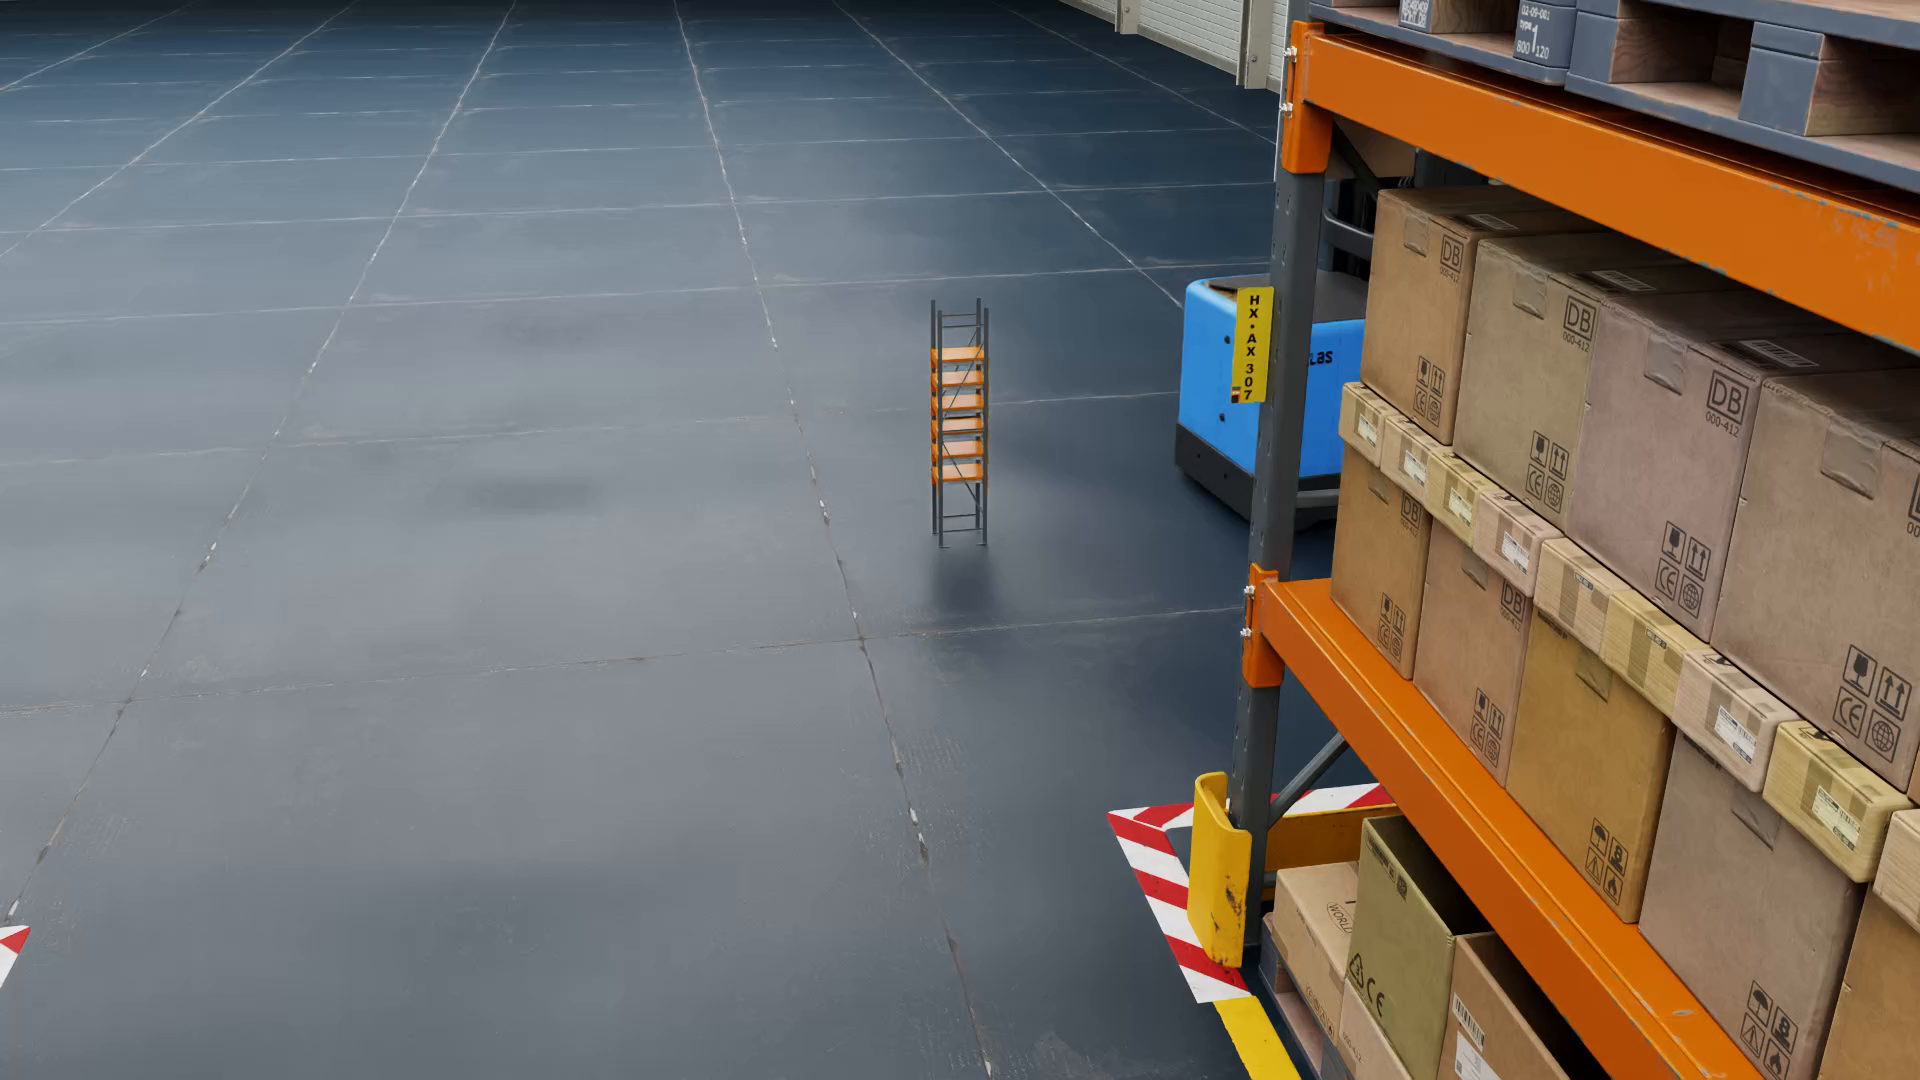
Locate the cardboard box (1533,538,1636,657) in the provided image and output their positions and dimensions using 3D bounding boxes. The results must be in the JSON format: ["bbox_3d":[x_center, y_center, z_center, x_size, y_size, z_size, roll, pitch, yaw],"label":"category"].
[{"bbox_3d":[1.396,0.098,3.342,0.380,0.149,0.250,-5,24,-12],"label":"cardboard box"}]

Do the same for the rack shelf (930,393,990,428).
[{"bbox_3d":[-0.003,-0.625,7.993,0.258,0.103,0.180,-4,24,-10],"label":"rack shelf"}]

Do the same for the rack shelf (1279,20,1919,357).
[{"bbox_3d":[1.712,-0.393,2.554,1.077,0.370,4.000,-4,24,-10],"label":"rack shelf"}]

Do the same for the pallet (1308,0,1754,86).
[{"bbox_3d":[1.447,-1.189,3.588,1.003,0.211,1.213,-4,24,-10],"label":"pallet"}]

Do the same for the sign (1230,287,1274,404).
[{"bbox_3d":[0.796,-0.529,4.534,0.100,0.325,0.005,-4,24,-10],"label":"sign"}]

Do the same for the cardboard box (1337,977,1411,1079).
[{"bbox_3d":[1.319,1.356,4.307,0.500,0.250,0.500,-4,24,-10],"label":"cardboard box"}]

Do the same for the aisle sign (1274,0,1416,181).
[{"bbox_3d":[1.029,-1.330,4.298,0.394,0.787,0.004,-4,24,-10],"label":"aisle sign"}]

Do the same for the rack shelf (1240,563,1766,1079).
[{"bbox_3d":[1.712,0.981,3.154,1.077,0.370,4.000,-4,24,-10],"label":"rack shelf"}]

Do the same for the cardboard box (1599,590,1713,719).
[{"bbox_3d":[1.443,0.199,3.112,0.380,0.149,0.250,-5,24,-10],"label":"cardboard box"}]

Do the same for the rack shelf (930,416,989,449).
[{"bbox_3d":[-0.003,-0.515,8.041,0.258,0.103,0.180,-4,24,-10],"label":"rack shelf"}]

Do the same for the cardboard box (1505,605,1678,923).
[{"bbox_3d":[1.604,0.406,3.448,0.700,0.500,0.500,-4,24,-9],"label":"cardboard box"}]

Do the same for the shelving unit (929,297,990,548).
[{"bbox_3d":[-0.003,-0.556,8.023,0.258,1.200,0.189,-4,24,-10],"label":"shelving unit"}]

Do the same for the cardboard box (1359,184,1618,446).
[{"bbox_3d":[1.426,-0.570,4.061,0.700,0.500,0.500,-4,24,-10],"label":"cardboard box"}]

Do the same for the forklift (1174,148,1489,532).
[{"bbox_3d":[2.737,-1.723,8.533,3.031,2.935,1.130,-8,25,-17],"label":"forklift"}]

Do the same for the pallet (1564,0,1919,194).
[{"bbox_3d":[1.676,-0.708,2.487,1.003,0.211,1.213,-4,24,-10],"label":"pallet"}]

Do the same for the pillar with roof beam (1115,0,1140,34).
[{"bbox_3d":[-1.479,-12.163,24.855,9.100,9.000,0.400,-4,24,-10],"label":"pillar with roof beam"}]

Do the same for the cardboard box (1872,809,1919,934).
[{"bbox_3d":[1.588,0.505,2.412,0.380,0.149,0.250,-4,24,-8],"label":"cardboard box"}]

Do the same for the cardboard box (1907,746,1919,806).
[{"bbox_3d":[1.807,0.228,2.234,0.700,0.500,0.500,-4,24,-10],"label":"cardboard box"}]

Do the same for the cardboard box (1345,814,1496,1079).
[{"bbox_3d":[1.317,1.013,4.157,0.500,0.500,0.500,-4,24,-10],"label":"cardboard box"}]

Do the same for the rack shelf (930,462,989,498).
[{"bbox_3d":[-0.003,-0.295,8.137,0.258,0.103,0.180,-4,24,-10],"label":"rack shelf"}]

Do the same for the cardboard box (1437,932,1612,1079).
[{"bbox_3d":[1.422,1.209,3.709,0.500,0.500,0.500,-4,24,-10],"label":"cardboard box"}]

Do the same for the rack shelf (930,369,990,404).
[{"bbox_3d":[-0.003,-0.735,7.945,0.258,0.103,0.180,-4,24,-10],"label":"rack shelf"}]

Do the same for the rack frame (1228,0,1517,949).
[{"bbox_3d":[1.342,-0.135,4.811,1.000,3.000,0.127,-4,24,-10],"label":"rack frame"}]

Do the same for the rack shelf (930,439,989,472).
[{"bbox_3d":[-0.003,-0.405,8.089,0.258,0.103,0.180,-4,24,-10],"label":"rack shelf"}]

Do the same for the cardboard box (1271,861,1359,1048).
[{"bbox_3d":[1.223,1.160,4.757,0.500,0.250,0.500,-4,24,-10],"label":"cardboard box"}]

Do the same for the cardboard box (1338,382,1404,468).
[{"bbox_3d":[1.203,-0.308,4.272,0.380,0.149,0.250,-4,24,-10],"label":"cardboard box"}]

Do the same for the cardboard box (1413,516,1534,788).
[{"bbox_3d":[1.518,0.210,3.897,0.700,0.500,0.500,-4,24,-8],"label":"cardboard box"}]

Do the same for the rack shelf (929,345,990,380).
[{"bbox_3d":[-0.003,-0.845,7.897,0.258,0.103,0.180,-4,24,-10],"label":"rack shelf"}]

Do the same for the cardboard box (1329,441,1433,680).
[{"bbox_3d":[1.416,0.004,4.369,0.700,0.500,0.500,-4,24,-10],"label":"cardboard box"}]

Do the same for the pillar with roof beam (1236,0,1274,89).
[{"bbox_3d":[-0.370,-9.802,19.451,9.100,9.000,0.400,-4,24,-10],"label":"pillar with roof beam"}]

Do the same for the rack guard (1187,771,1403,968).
[{"bbox_3d":[1.338,1.001,5.333,1.175,0.500,0.348,-4,24,-10],"label":"rack guard"}]

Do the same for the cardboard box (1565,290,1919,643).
[{"bbox_3d":[1.622,-0.165,3.135,0.700,0.500,0.500,-4,24,-10],"label":"cardboard box"}]

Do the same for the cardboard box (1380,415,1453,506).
[{"bbox_3d":[1.255,-0.204,4.034,0.380,0.149,0.250,-5,24,-11],"label":"cardboard box"}]

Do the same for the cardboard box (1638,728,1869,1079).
[{"bbox_3d":[1.705,0.612,2.975,0.700,0.500,0.500,-4,24,-8],"label":"cardboard box"}]

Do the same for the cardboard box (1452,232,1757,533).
[{"bbox_3d":[1.528,-0.364,3.589,0.700,0.500,0.500,-5,24,-11],"label":"cardboard box"}]

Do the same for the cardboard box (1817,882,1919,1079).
[{"bbox_3d":[1.801,0.814,2.514,0.700,0.500,0.500,-4,24,-9],"label":"cardboard box"}]

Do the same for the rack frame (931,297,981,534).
[{"bbox_3d":[-0.020,-0.592,8.105,0.240,1.200,0.006,-4,24,-10],"label":"rack frame"}]

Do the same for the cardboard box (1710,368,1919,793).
[{"bbox_3d":[1.715,0.032,2.684,0.700,0.500,0.500,-4,24,-10],"label":"cardboard box"}]

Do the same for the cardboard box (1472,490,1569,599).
[{"bbox_3d":[1.344,-0.007,3.582,0.380,0.149,0.250,-5,24,-11],"label":"cardboard box"}]

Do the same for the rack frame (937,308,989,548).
[{"bbox_3d":[0.014,-0.520,7.940,0.240,1.200,0.006,-4,24,-10],"label":"rack frame"}]

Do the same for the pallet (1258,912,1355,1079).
[{"bbox_3d":[1.525,1.440,4.688,1.003,0.211,1.213,-4,24,-10],"label":"pallet"}]

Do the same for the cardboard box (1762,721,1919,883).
[{"bbox_3d":[1.536,0.400,2.650,0.380,0.149,0.250,-4,24,-8],"label":"cardboard box"}]

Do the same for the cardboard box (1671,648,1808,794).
[{"bbox_3d":[1.486,0.297,2.887,0.380,0.149,0.250,-4,24,-9],"label":"cardboard box"}]

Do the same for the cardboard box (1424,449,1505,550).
[{"bbox_3d":[1.299,-0.106,3.809,0.380,0.149,0.250,-4,24,-10],"label":"cardboard box"}]
